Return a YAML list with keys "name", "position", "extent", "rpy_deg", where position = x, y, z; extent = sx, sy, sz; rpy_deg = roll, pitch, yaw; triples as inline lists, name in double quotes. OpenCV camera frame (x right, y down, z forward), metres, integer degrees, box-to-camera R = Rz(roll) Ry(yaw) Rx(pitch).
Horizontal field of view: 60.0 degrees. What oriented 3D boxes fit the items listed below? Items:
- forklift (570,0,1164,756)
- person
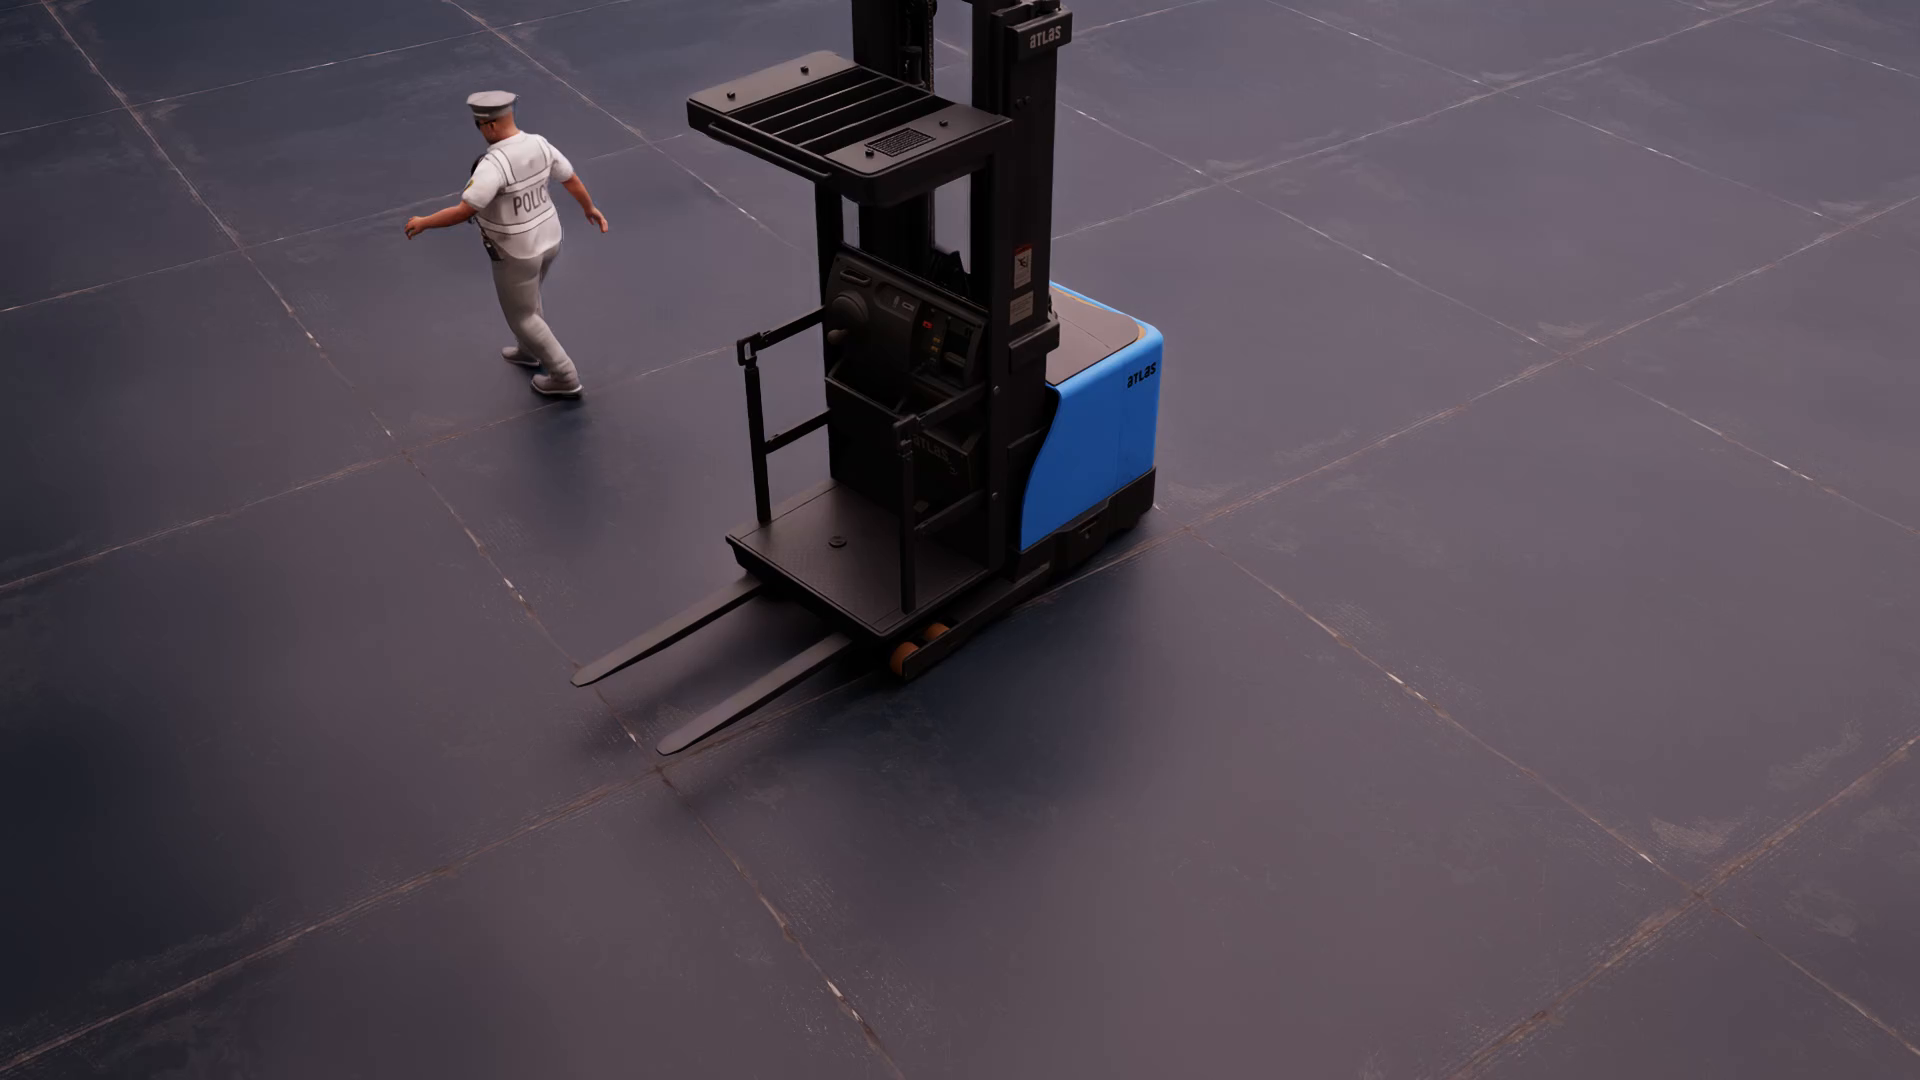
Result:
- name: "forklift"
  position: [-0.396, -0.894, 7.153]
  extent: [1.130, 2.935, 3.031]
  rpy_deg: [30, 46, 34]
- name: "person"
  position: [-2.448, -1.659, 9.223]
  extent: [0.771, 1.727, 0.977]
  rpy_deg: [16, 40, 21]
